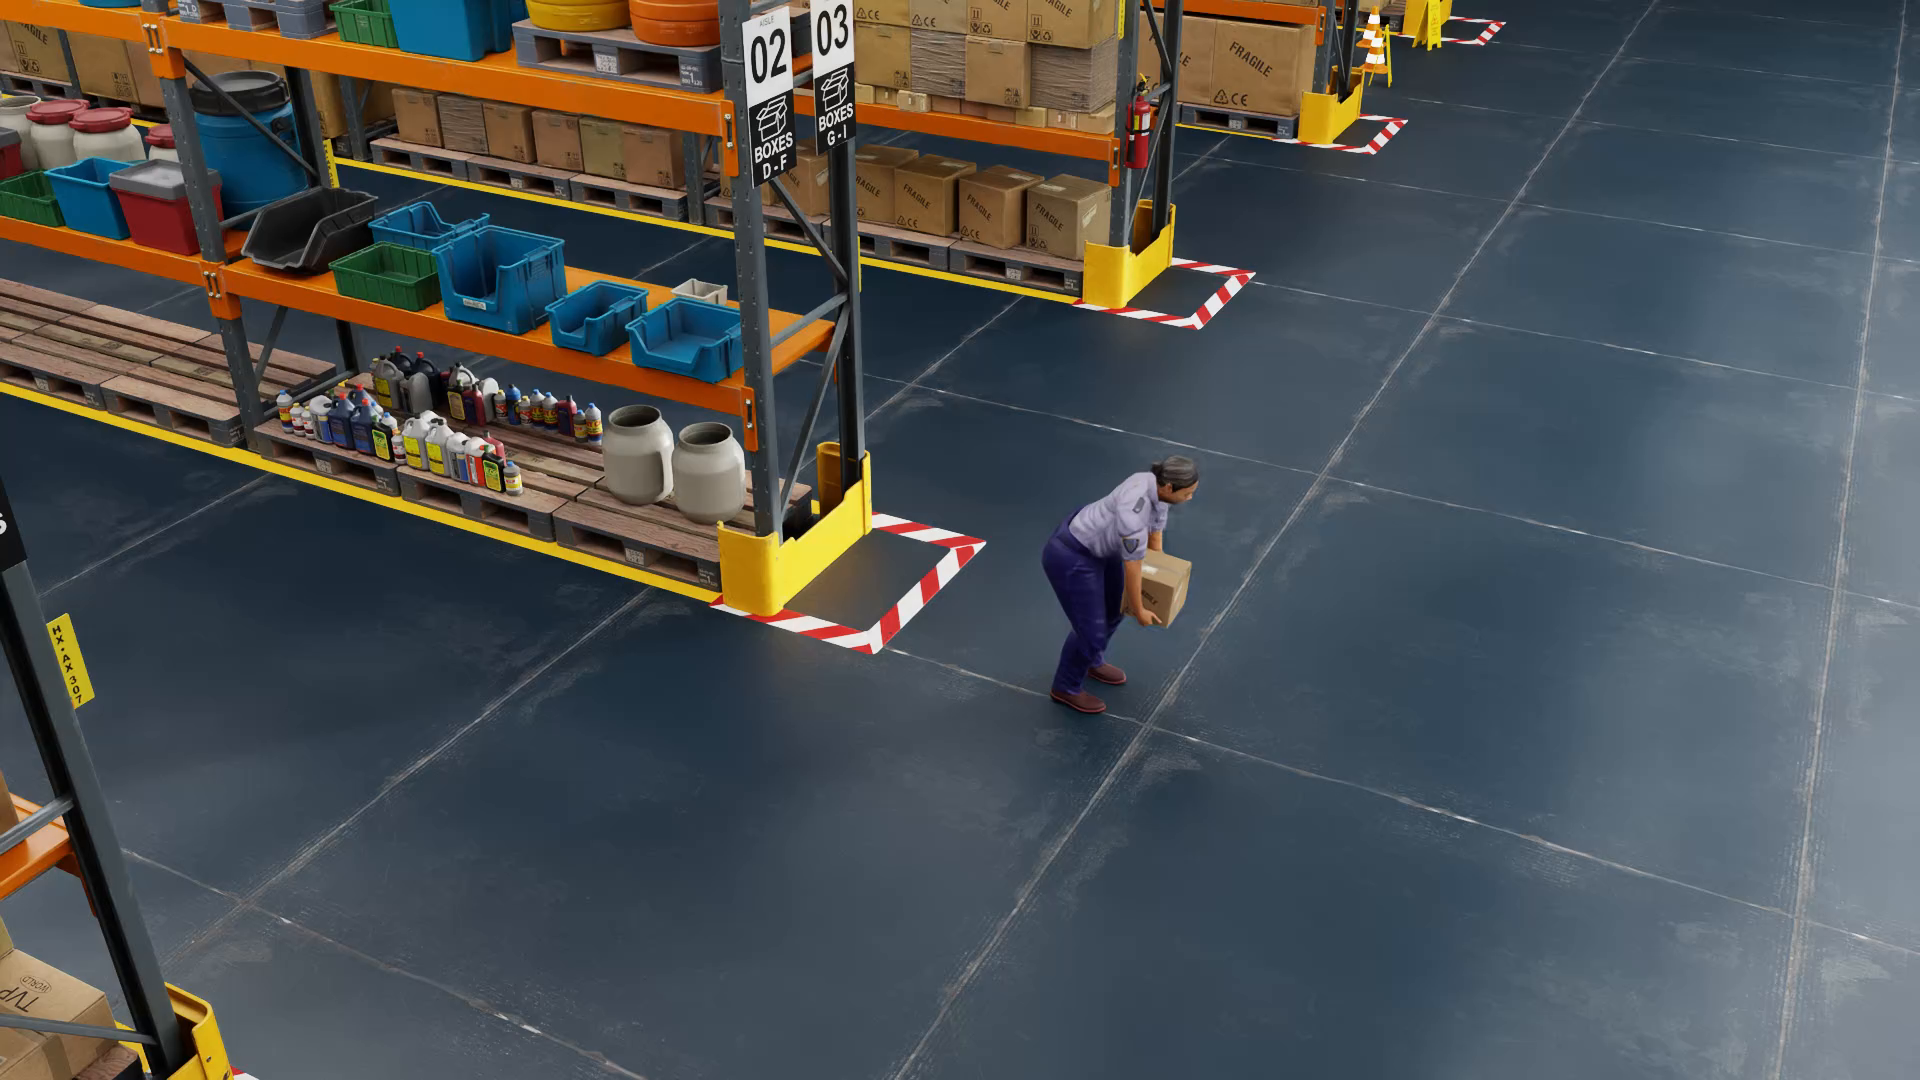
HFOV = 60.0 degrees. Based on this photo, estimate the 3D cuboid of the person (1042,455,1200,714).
[{"bbox_3d":[0.779,0.187,8.197,0.728,1.437,0.454,14,33,22],"label":"person"}]
